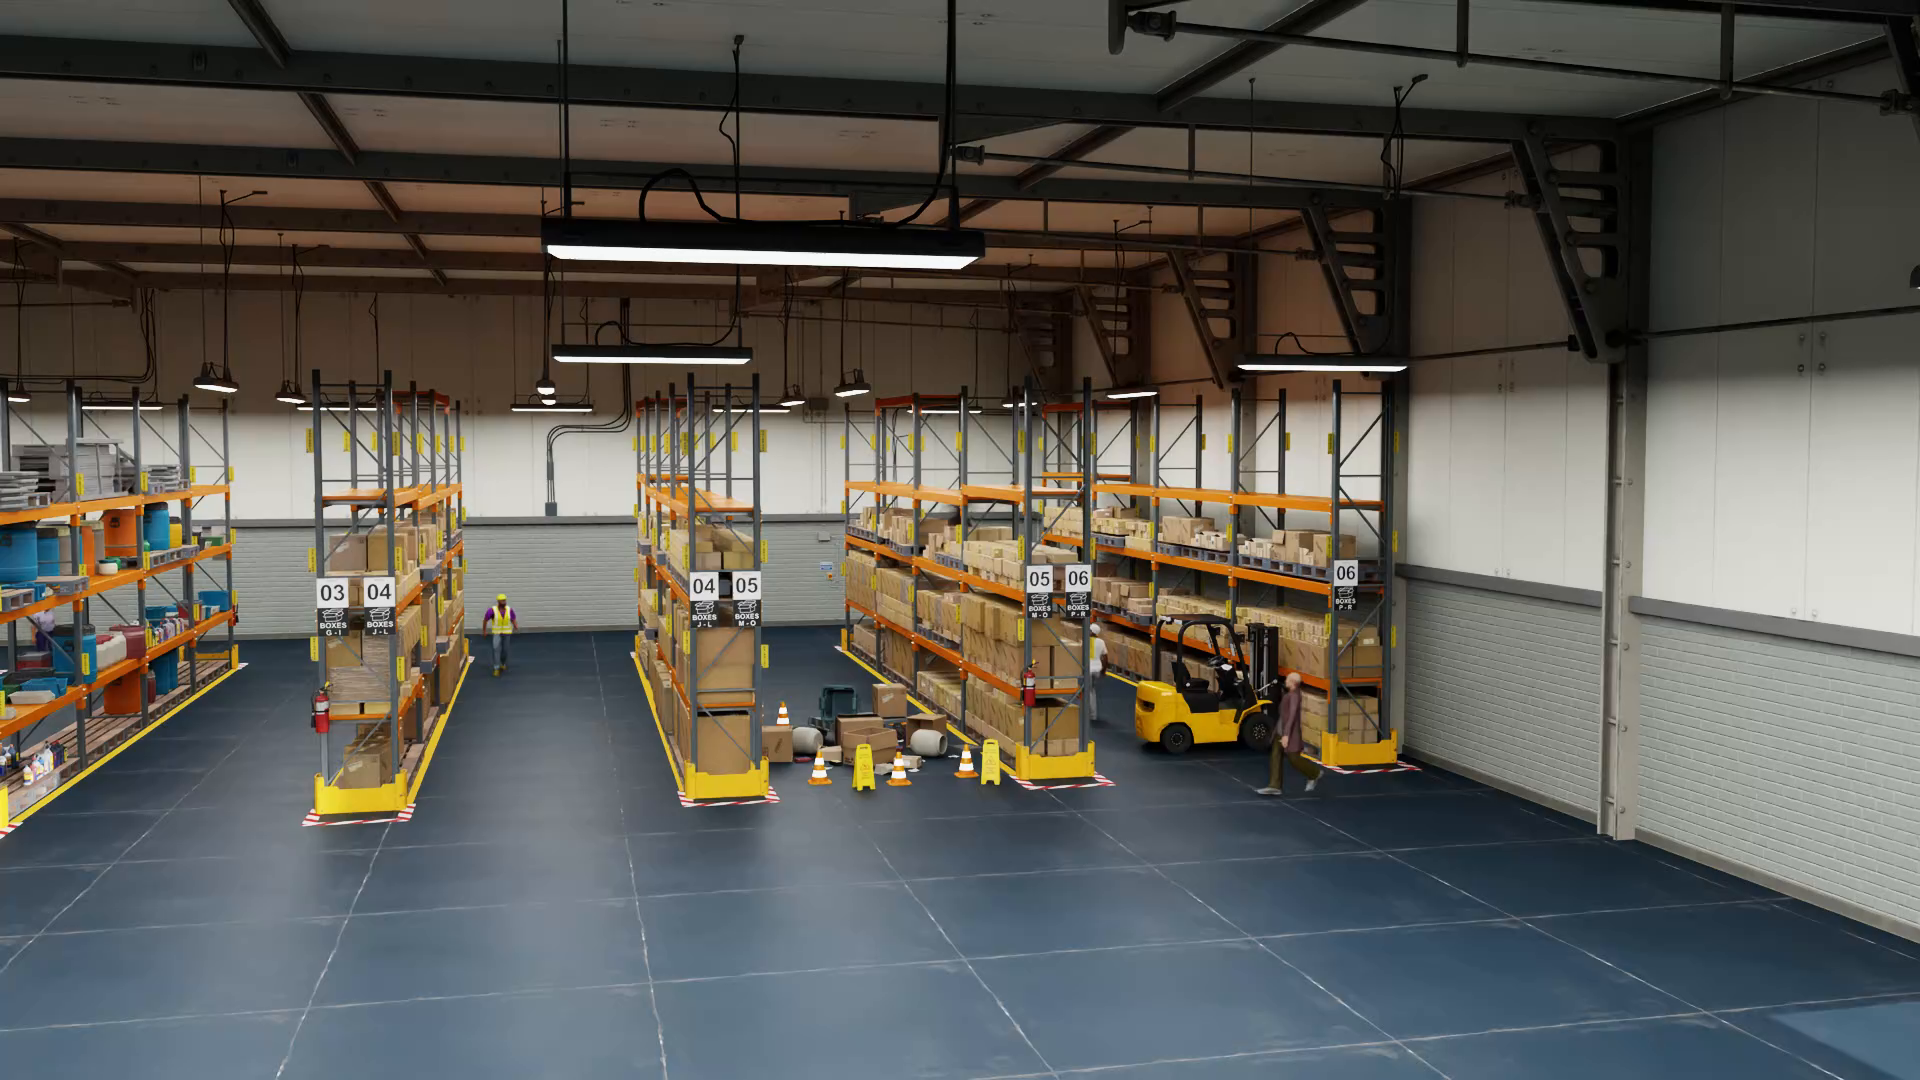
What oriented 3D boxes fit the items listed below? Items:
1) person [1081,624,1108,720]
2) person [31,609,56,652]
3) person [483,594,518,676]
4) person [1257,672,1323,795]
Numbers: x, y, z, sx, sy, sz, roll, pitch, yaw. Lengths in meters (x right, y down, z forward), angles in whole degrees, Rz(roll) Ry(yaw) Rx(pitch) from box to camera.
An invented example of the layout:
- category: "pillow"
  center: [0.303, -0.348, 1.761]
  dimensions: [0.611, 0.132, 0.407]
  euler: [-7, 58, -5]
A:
- category: "person"
  center: [2.353, 2.417, 30.283]
  dimensions: [0.744, 1.782, 0.622]
  euler: [-1, 3, -17]
- category: "person"
  center: [-19.869, 2.088, 36.089]
  dimensions: [0.545, 1.618, 0.560]
  euler: [-3, 4, -40]
- category: "person"
  center: [-10.035, 2.051, 36.339]
  dimensions: [0.752, 1.745, 1.003]
  euler: [-1, 3, -14]
- category: "person"
  center: [4.698, 2.756, 23.672]
  dimensions: [0.891, 1.755, 0.537]
  euler: [-2, 4, -27]
